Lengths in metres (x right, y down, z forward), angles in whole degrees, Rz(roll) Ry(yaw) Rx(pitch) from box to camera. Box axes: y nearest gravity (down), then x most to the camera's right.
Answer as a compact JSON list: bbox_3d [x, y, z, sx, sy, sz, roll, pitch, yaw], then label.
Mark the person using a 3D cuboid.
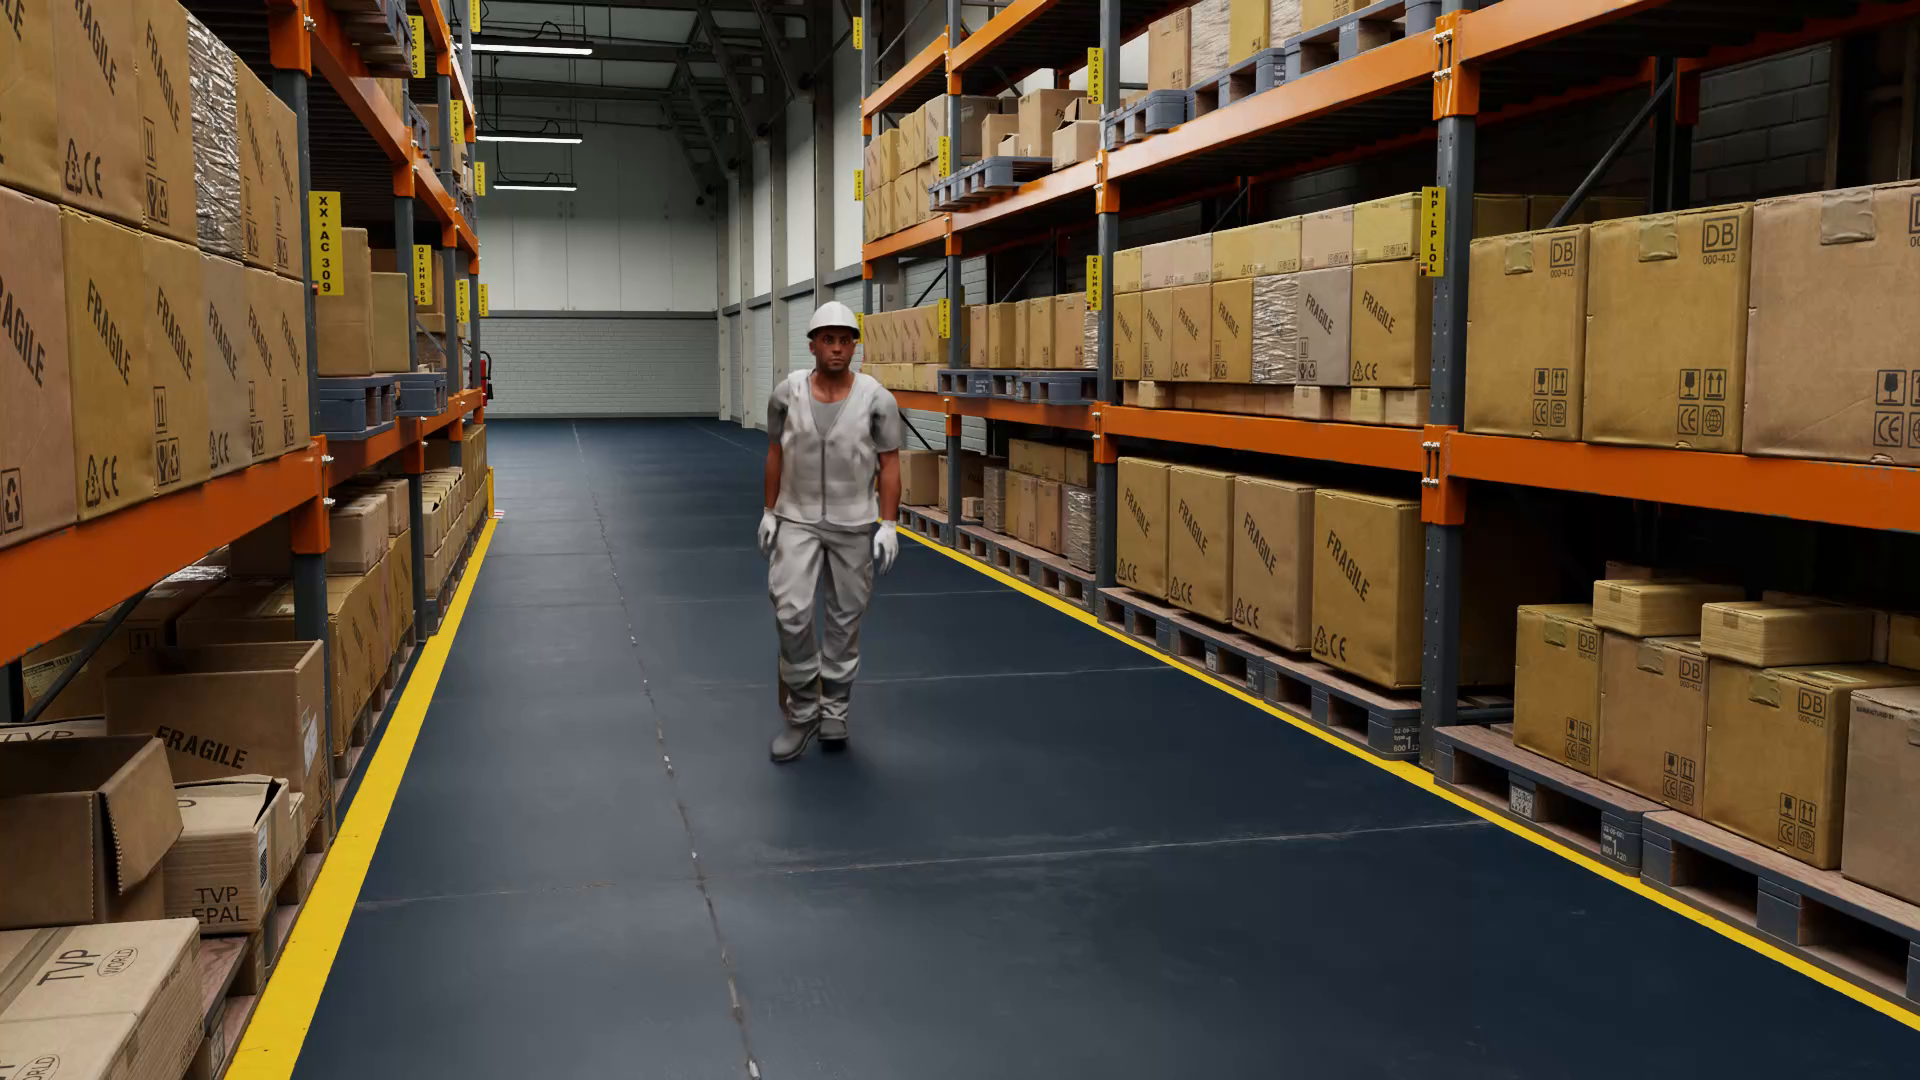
[{"bbox_3d":[-0.519,-0.043,6.592,0.579,1.785,0.545,0,6,-3],"label":"person"}]
